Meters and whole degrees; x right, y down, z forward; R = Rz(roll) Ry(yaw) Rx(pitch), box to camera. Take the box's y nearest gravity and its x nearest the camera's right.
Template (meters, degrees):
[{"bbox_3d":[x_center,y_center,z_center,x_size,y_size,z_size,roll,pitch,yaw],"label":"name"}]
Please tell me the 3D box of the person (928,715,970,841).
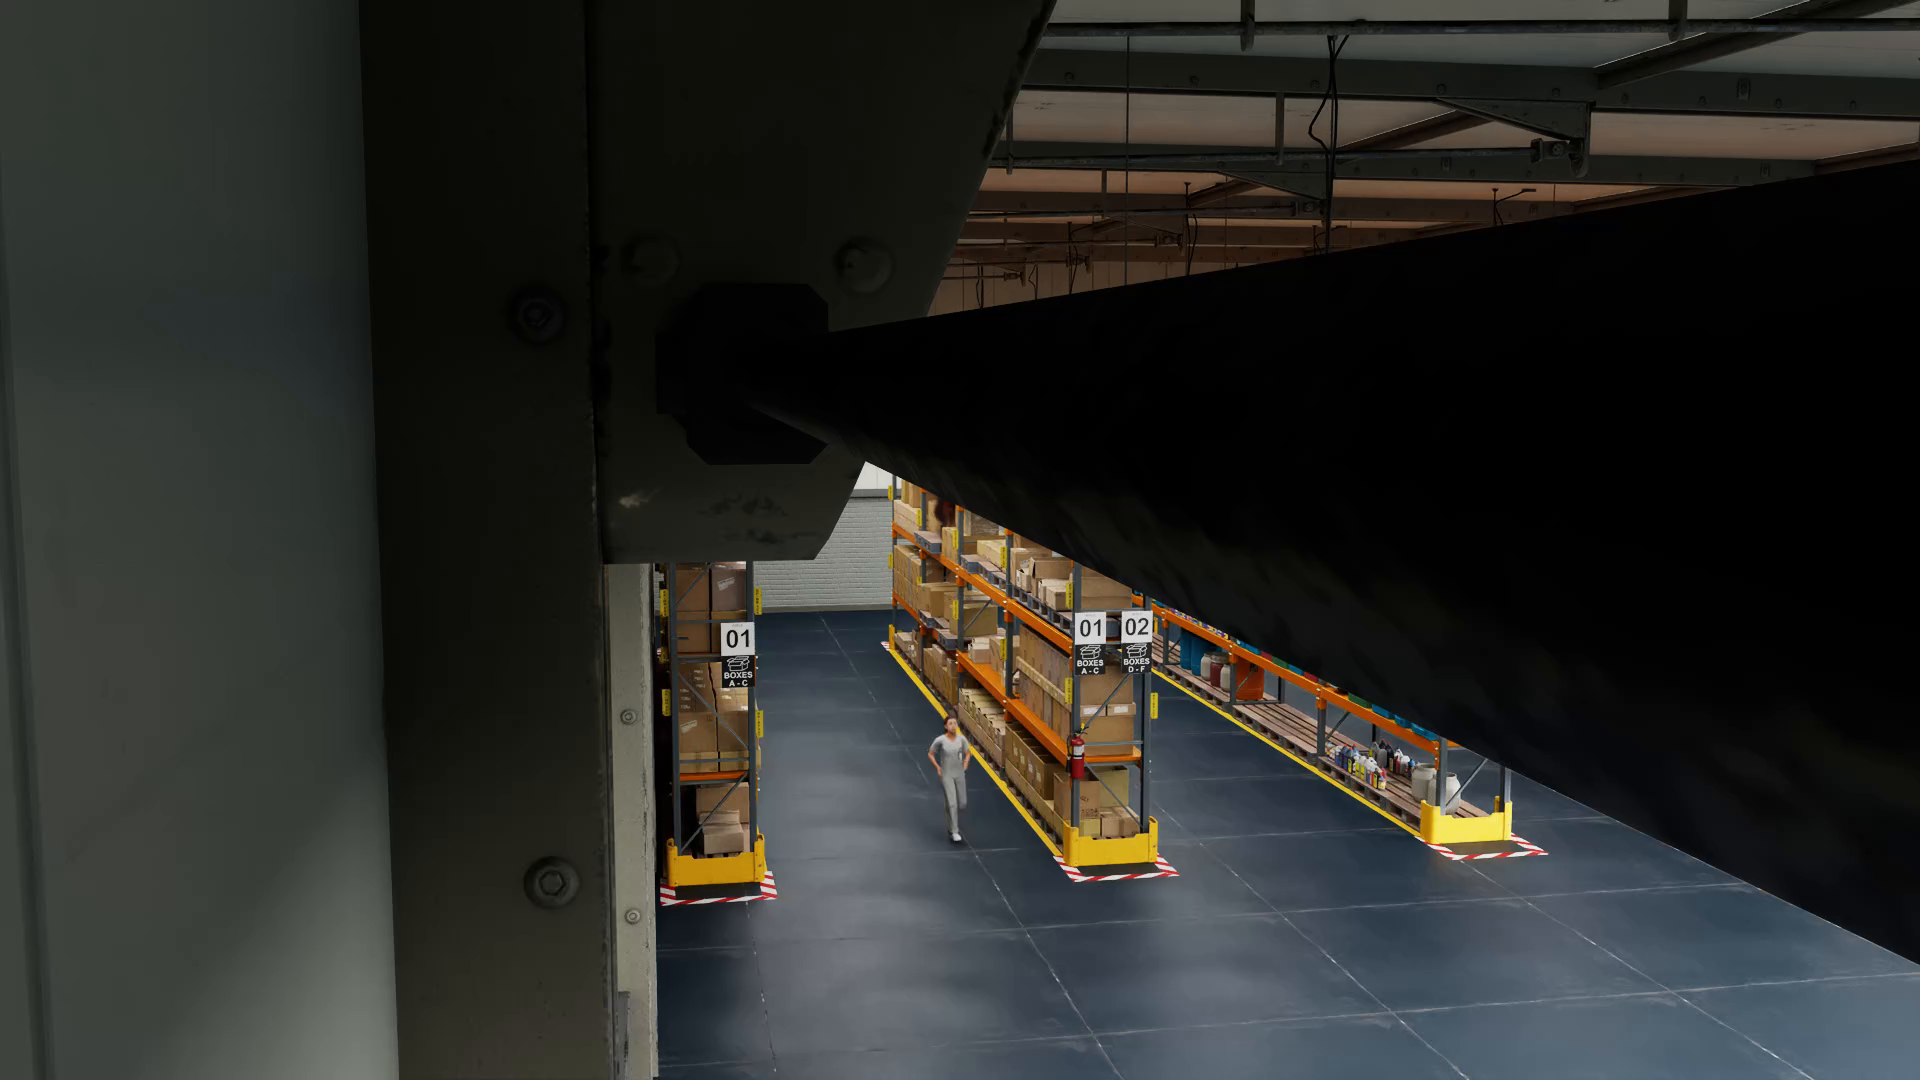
[{"bbox_3d":[-0.132,3.130,22.125,0.571,1.628,0.752,-2,6,-18],"label":"person"}]
